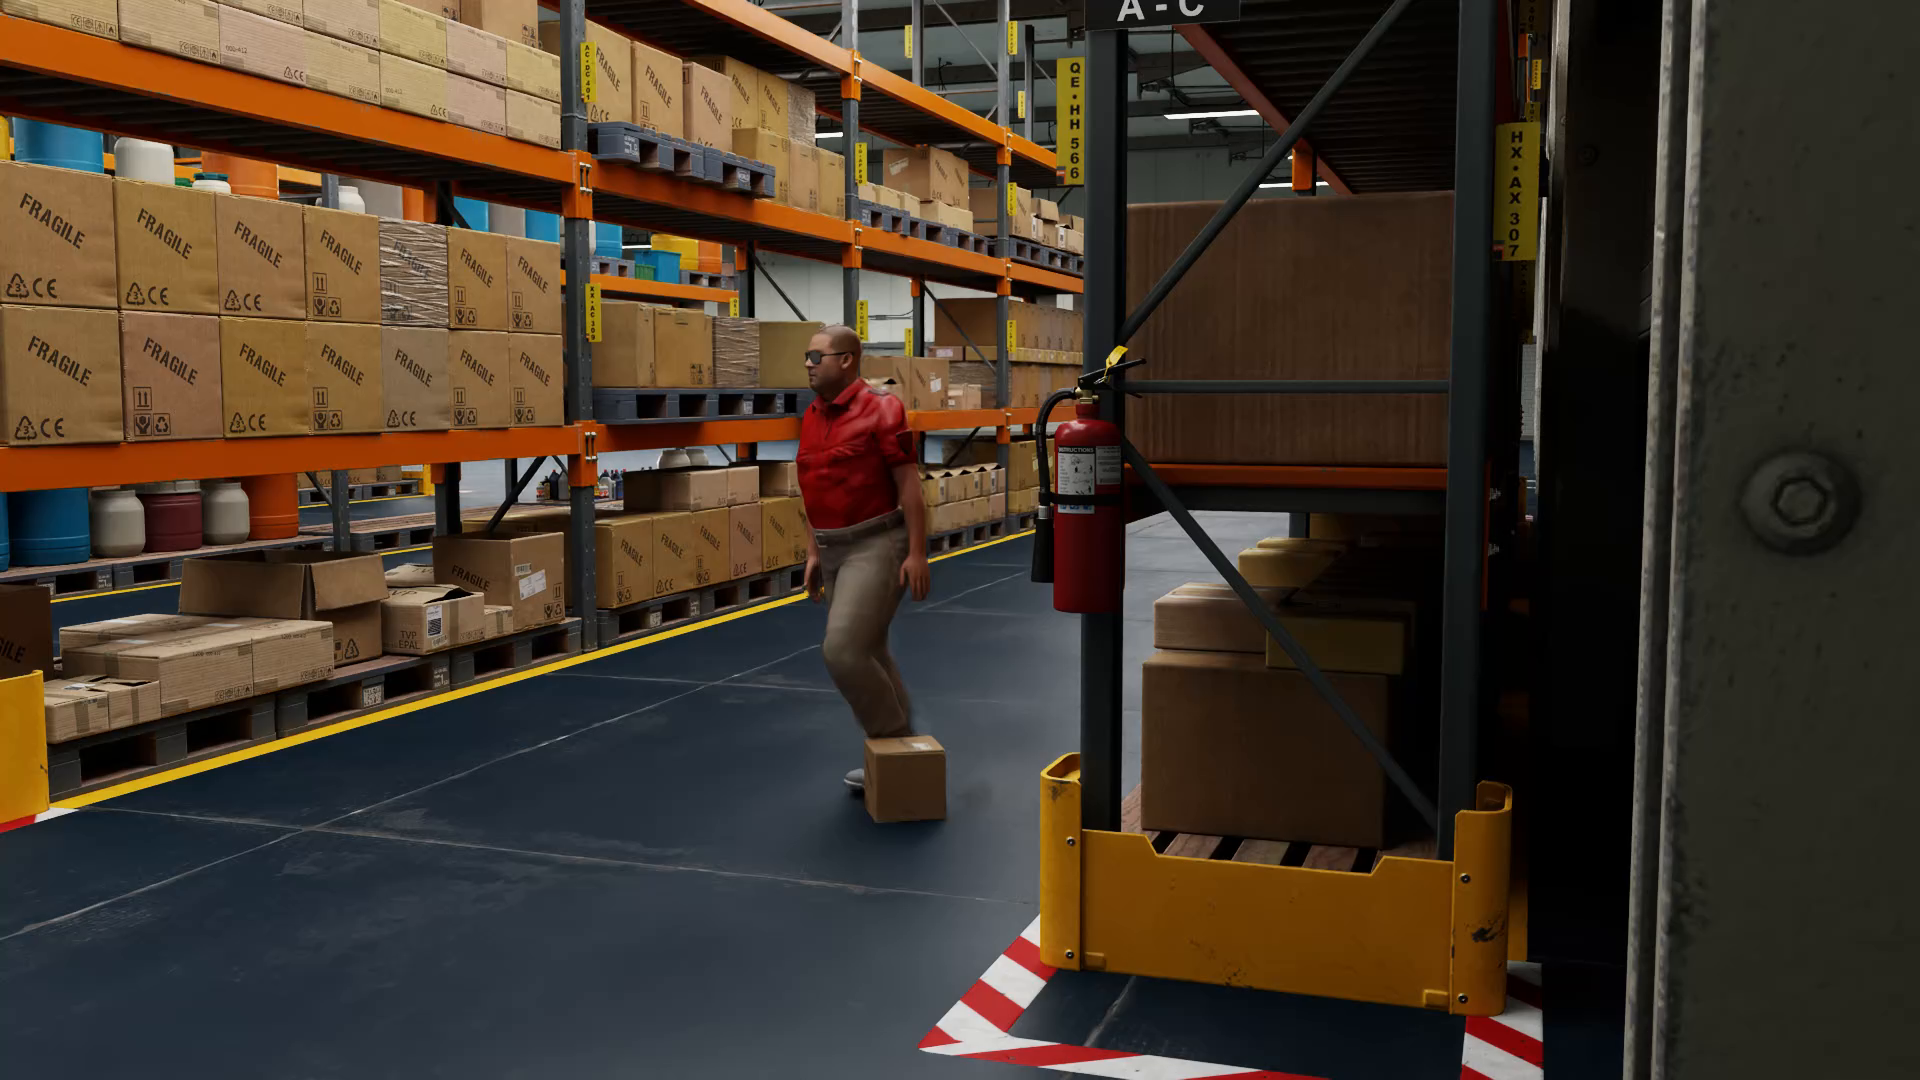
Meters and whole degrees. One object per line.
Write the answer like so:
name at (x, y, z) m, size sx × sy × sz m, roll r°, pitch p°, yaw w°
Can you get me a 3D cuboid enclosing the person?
person at (-0.367, 0.073, 6.115) m, size 0.520 × 1.714 × 0.565 m, roll -4°, pitch 7°, yaw -38°
